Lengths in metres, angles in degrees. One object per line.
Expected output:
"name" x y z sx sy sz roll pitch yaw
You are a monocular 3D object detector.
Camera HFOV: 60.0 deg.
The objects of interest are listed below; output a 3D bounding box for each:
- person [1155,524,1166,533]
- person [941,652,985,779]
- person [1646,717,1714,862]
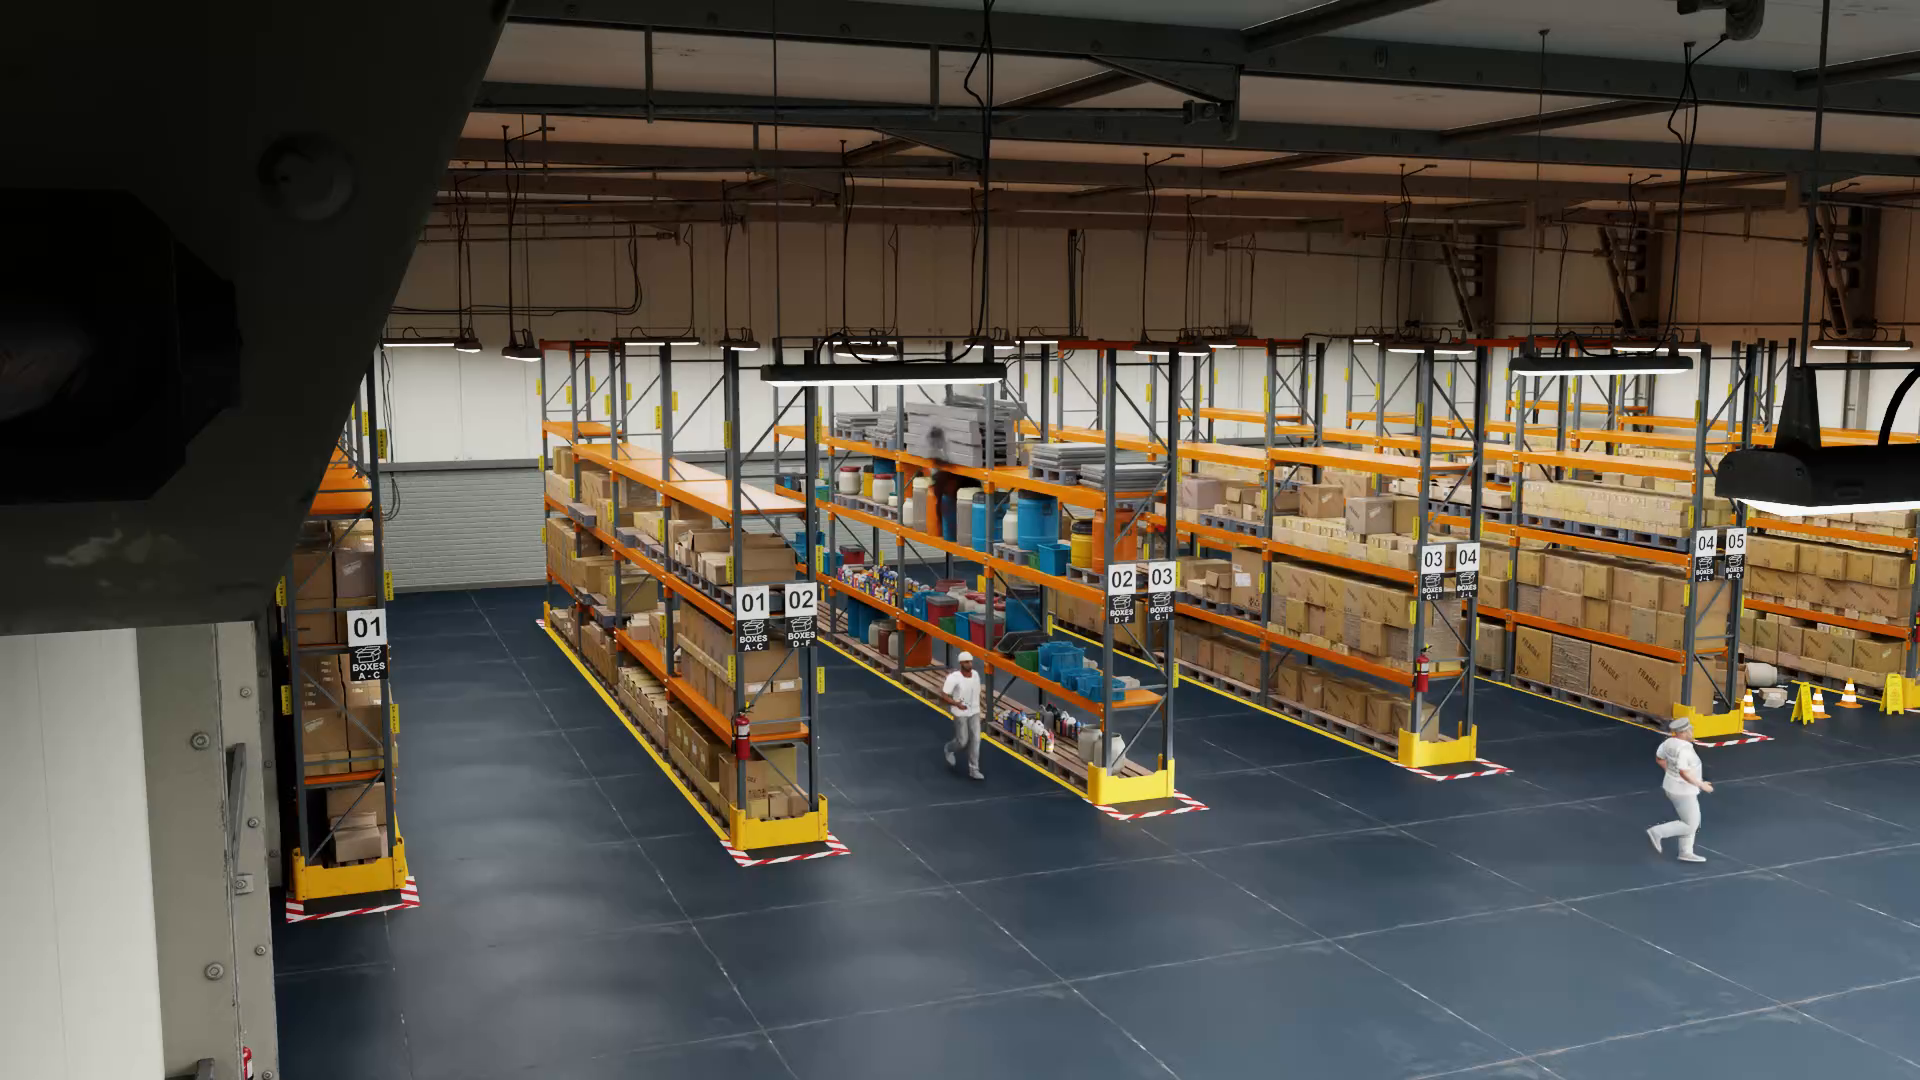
"person" 5.096 0.071 41.577 0.897 1.786 0.724 -4 8 -25
"person" 0.077 2.424 23.294 0.712 1.745 0.897 -4 9 -31
"person" 8.446 2.941 19.573 0.752 1.753 0.663 0 7 1
